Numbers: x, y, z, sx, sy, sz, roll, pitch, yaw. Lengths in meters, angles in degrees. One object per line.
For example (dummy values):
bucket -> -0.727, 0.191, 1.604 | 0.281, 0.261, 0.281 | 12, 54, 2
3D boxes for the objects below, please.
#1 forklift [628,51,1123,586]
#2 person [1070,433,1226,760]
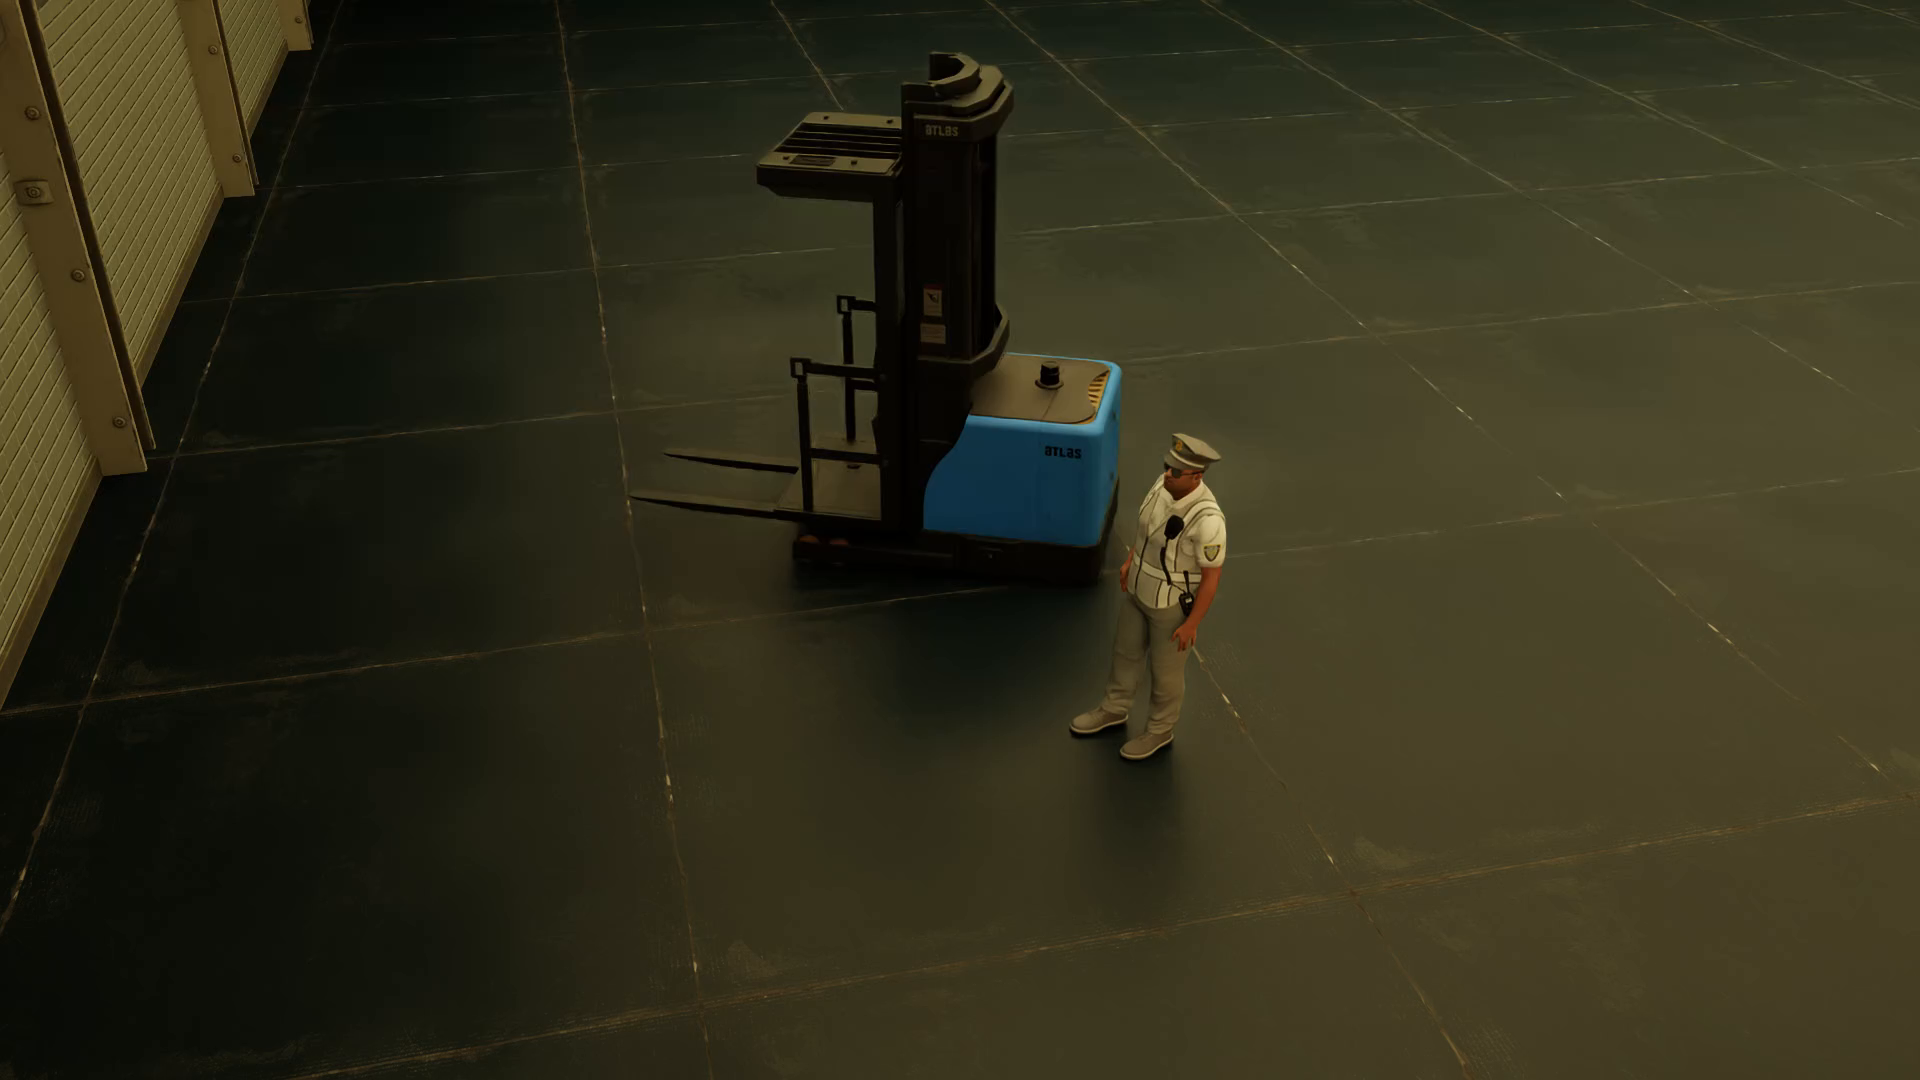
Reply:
forklift -> -0.557, -1.361, 9.925 | 3.031, 2.935, 1.130 | 6, 31, 10
person -> 0.946, 0.285, 8.220 | 0.573, 1.782, 0.647 | -14, 33, -23
